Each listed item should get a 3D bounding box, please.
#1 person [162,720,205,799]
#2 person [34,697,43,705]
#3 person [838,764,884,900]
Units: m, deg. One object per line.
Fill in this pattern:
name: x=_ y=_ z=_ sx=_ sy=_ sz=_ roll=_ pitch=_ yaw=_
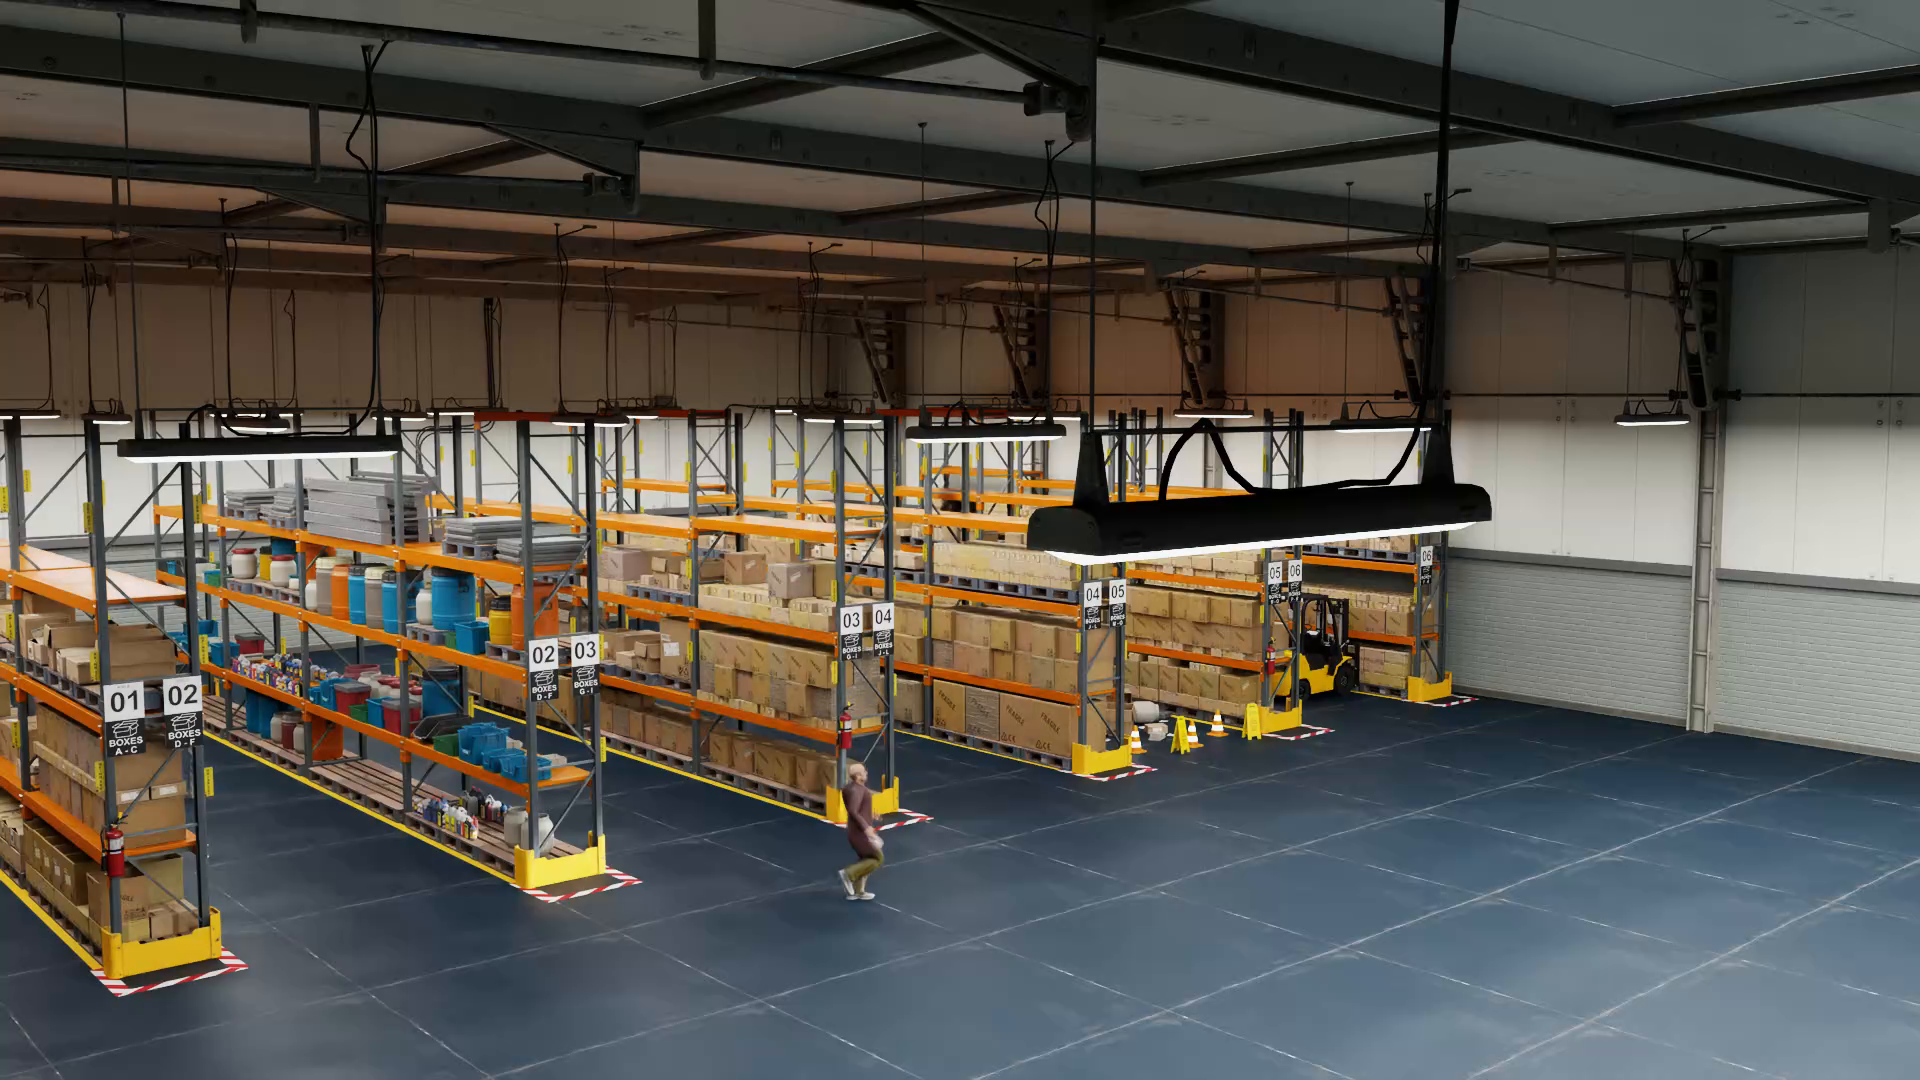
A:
person: x=-12.195 y=3.150 z=26.112 sx=0.693 sy=1.828 sz=0.922 roll=-5 pitch=7 yaw=-44
person: x=-16.956 y=2.823 z=30.616 sx=0.755 sy=1.658 sz=0.589 roll=4 pitch=6 yaw=36
person: x=-1.243 y=3.649 z=20.773 sx=0.635 sy=1.735 sz=0.708 roll=-2 pitch=5 yaw=-20
